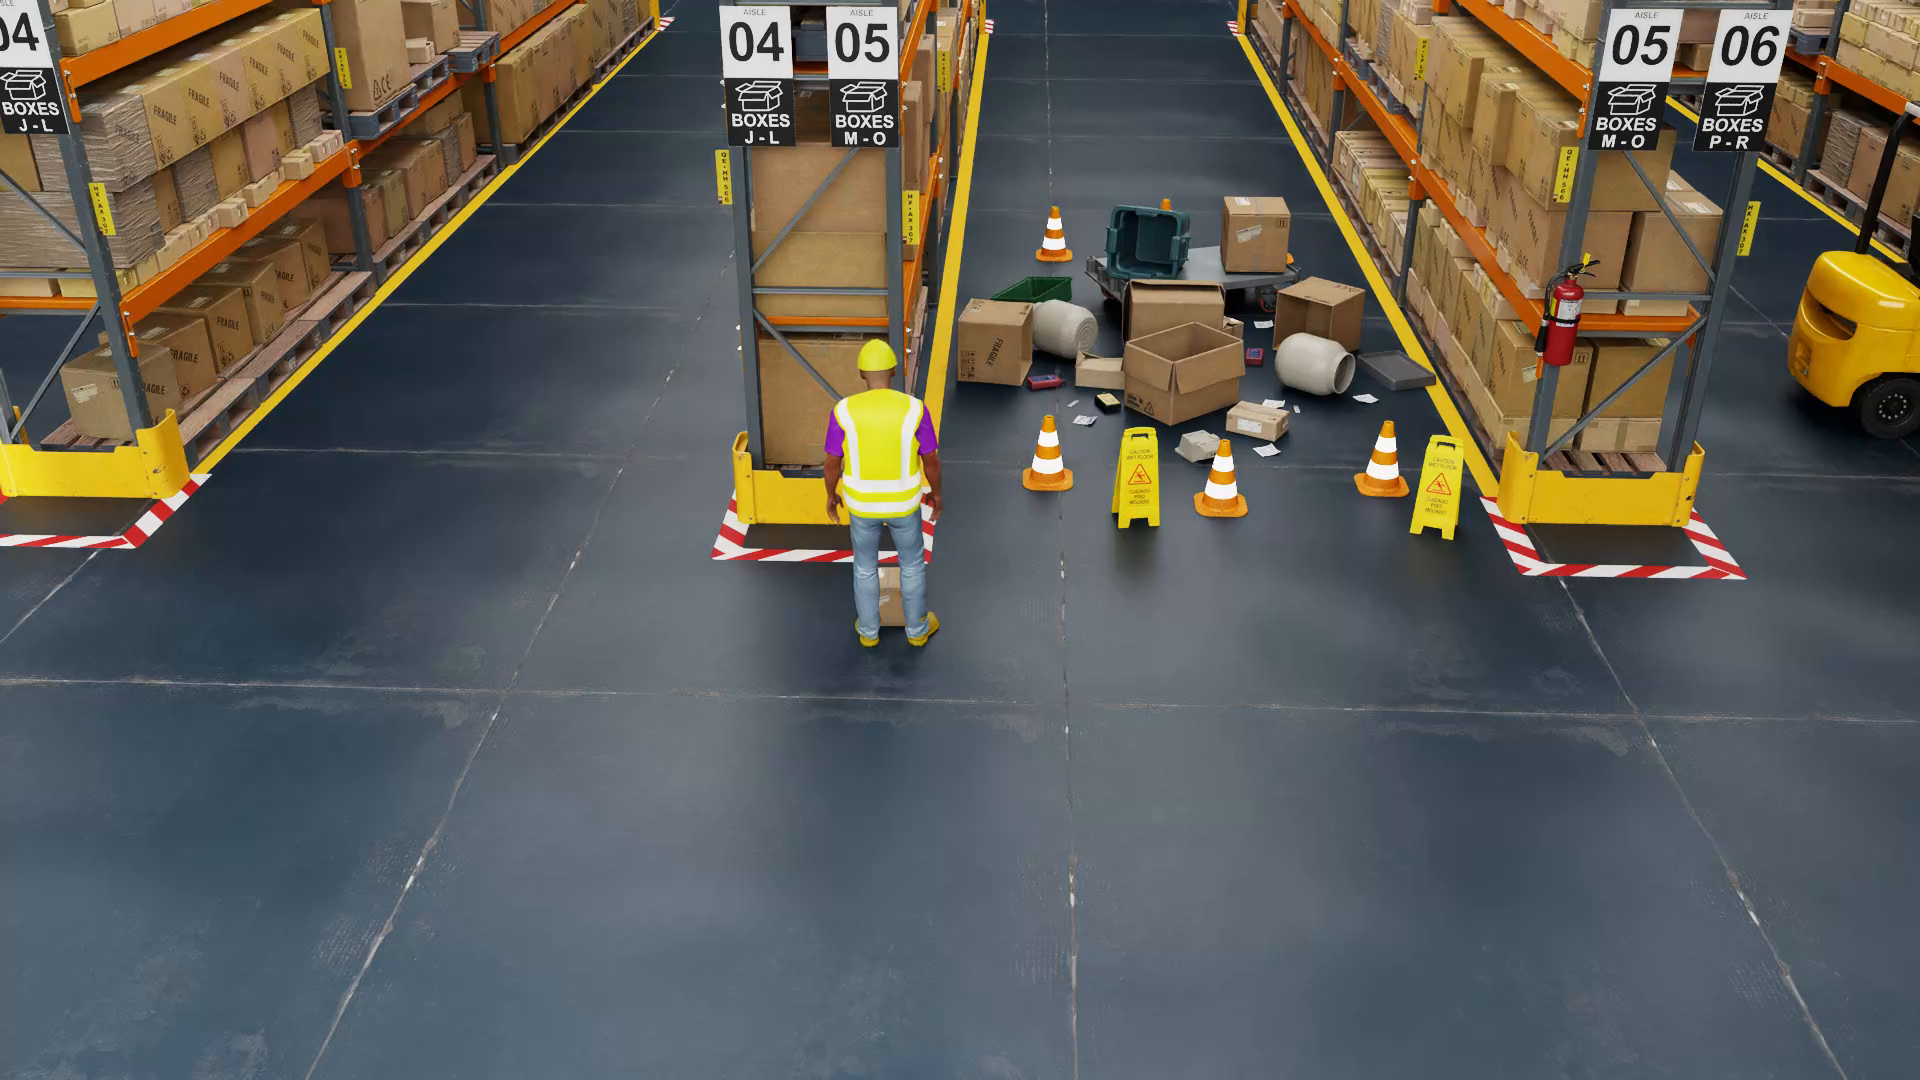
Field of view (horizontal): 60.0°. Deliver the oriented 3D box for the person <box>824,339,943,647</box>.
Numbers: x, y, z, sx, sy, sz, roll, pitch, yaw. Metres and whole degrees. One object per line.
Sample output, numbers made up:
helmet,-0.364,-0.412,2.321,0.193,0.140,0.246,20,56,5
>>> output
person,-0.413,-0.237,9.050,0.638,1.761,0.458,0,28,0
